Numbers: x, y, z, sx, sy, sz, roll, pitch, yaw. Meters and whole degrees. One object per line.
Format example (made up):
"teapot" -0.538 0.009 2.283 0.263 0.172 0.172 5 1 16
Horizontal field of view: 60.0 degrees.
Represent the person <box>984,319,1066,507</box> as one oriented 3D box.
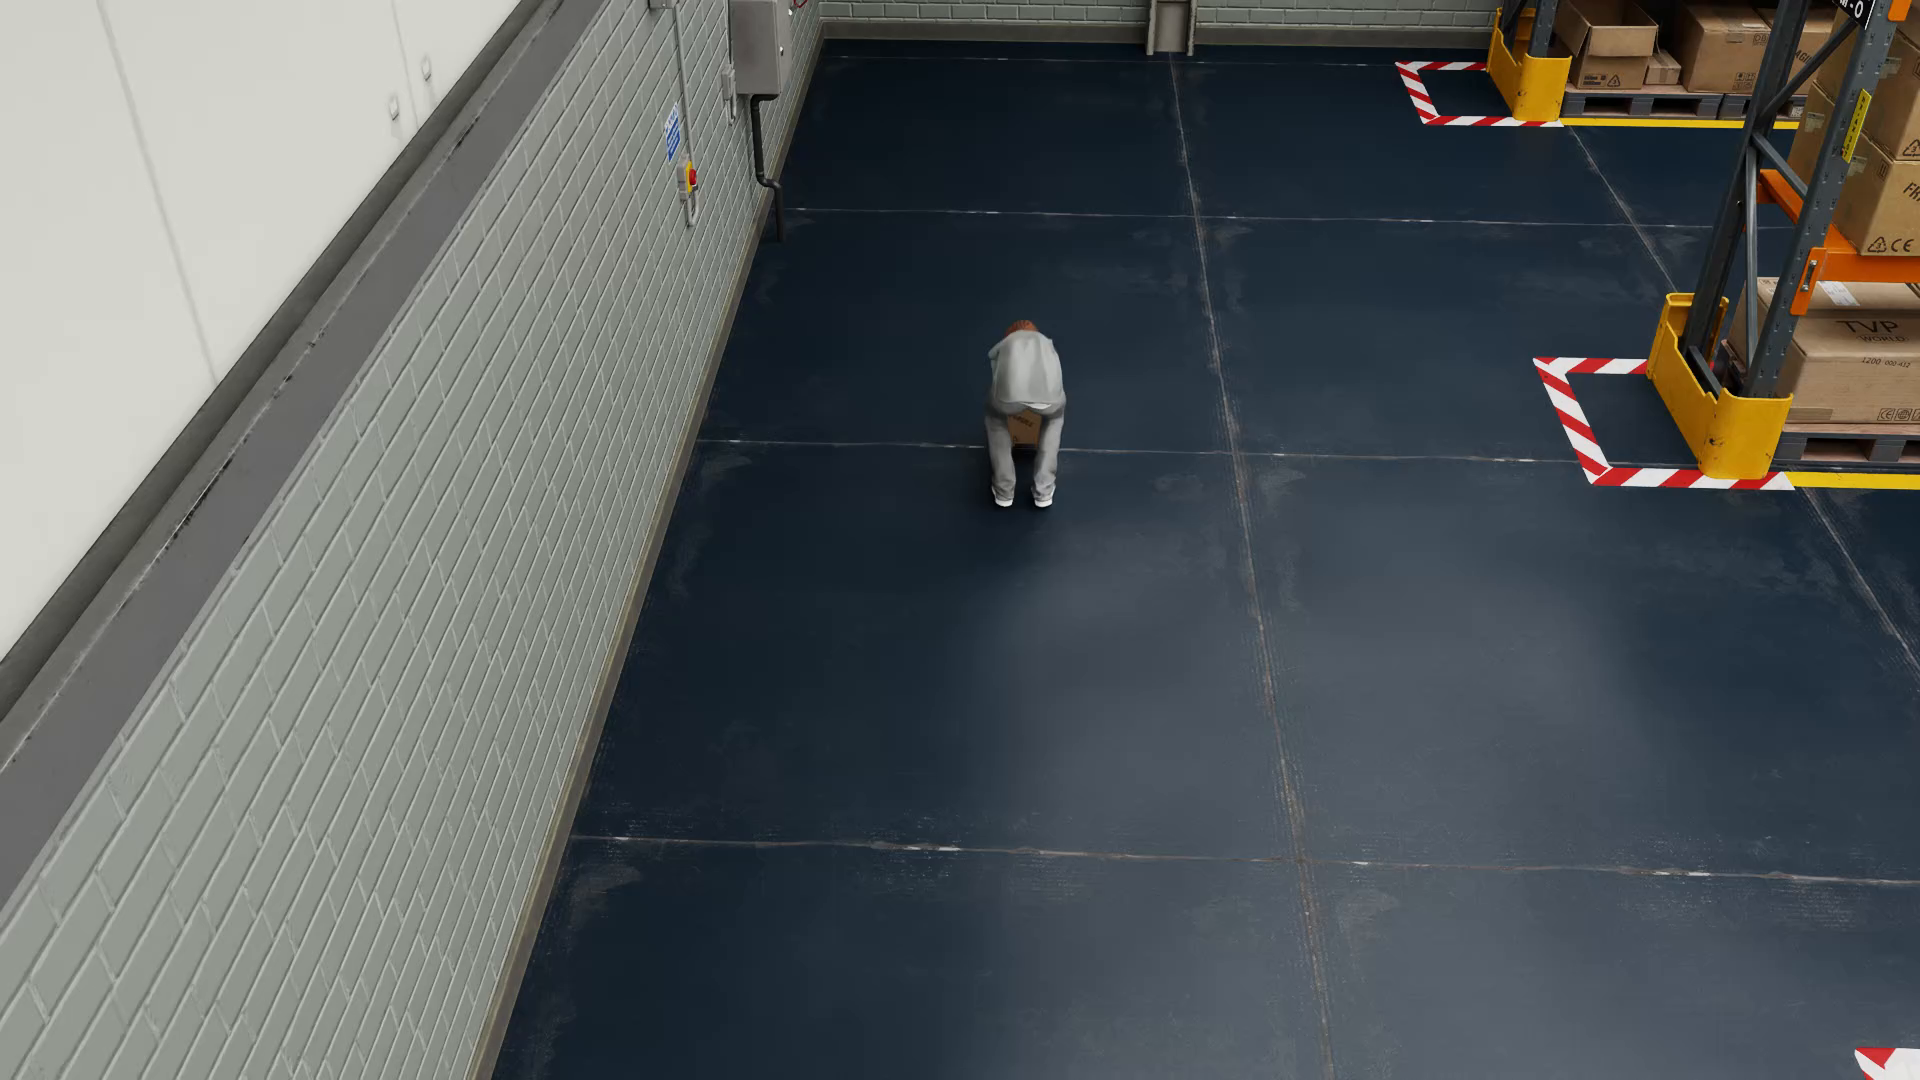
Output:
"person" 0.333 -0.702 8.652 0.415 0.924 0.861 0 36 0
